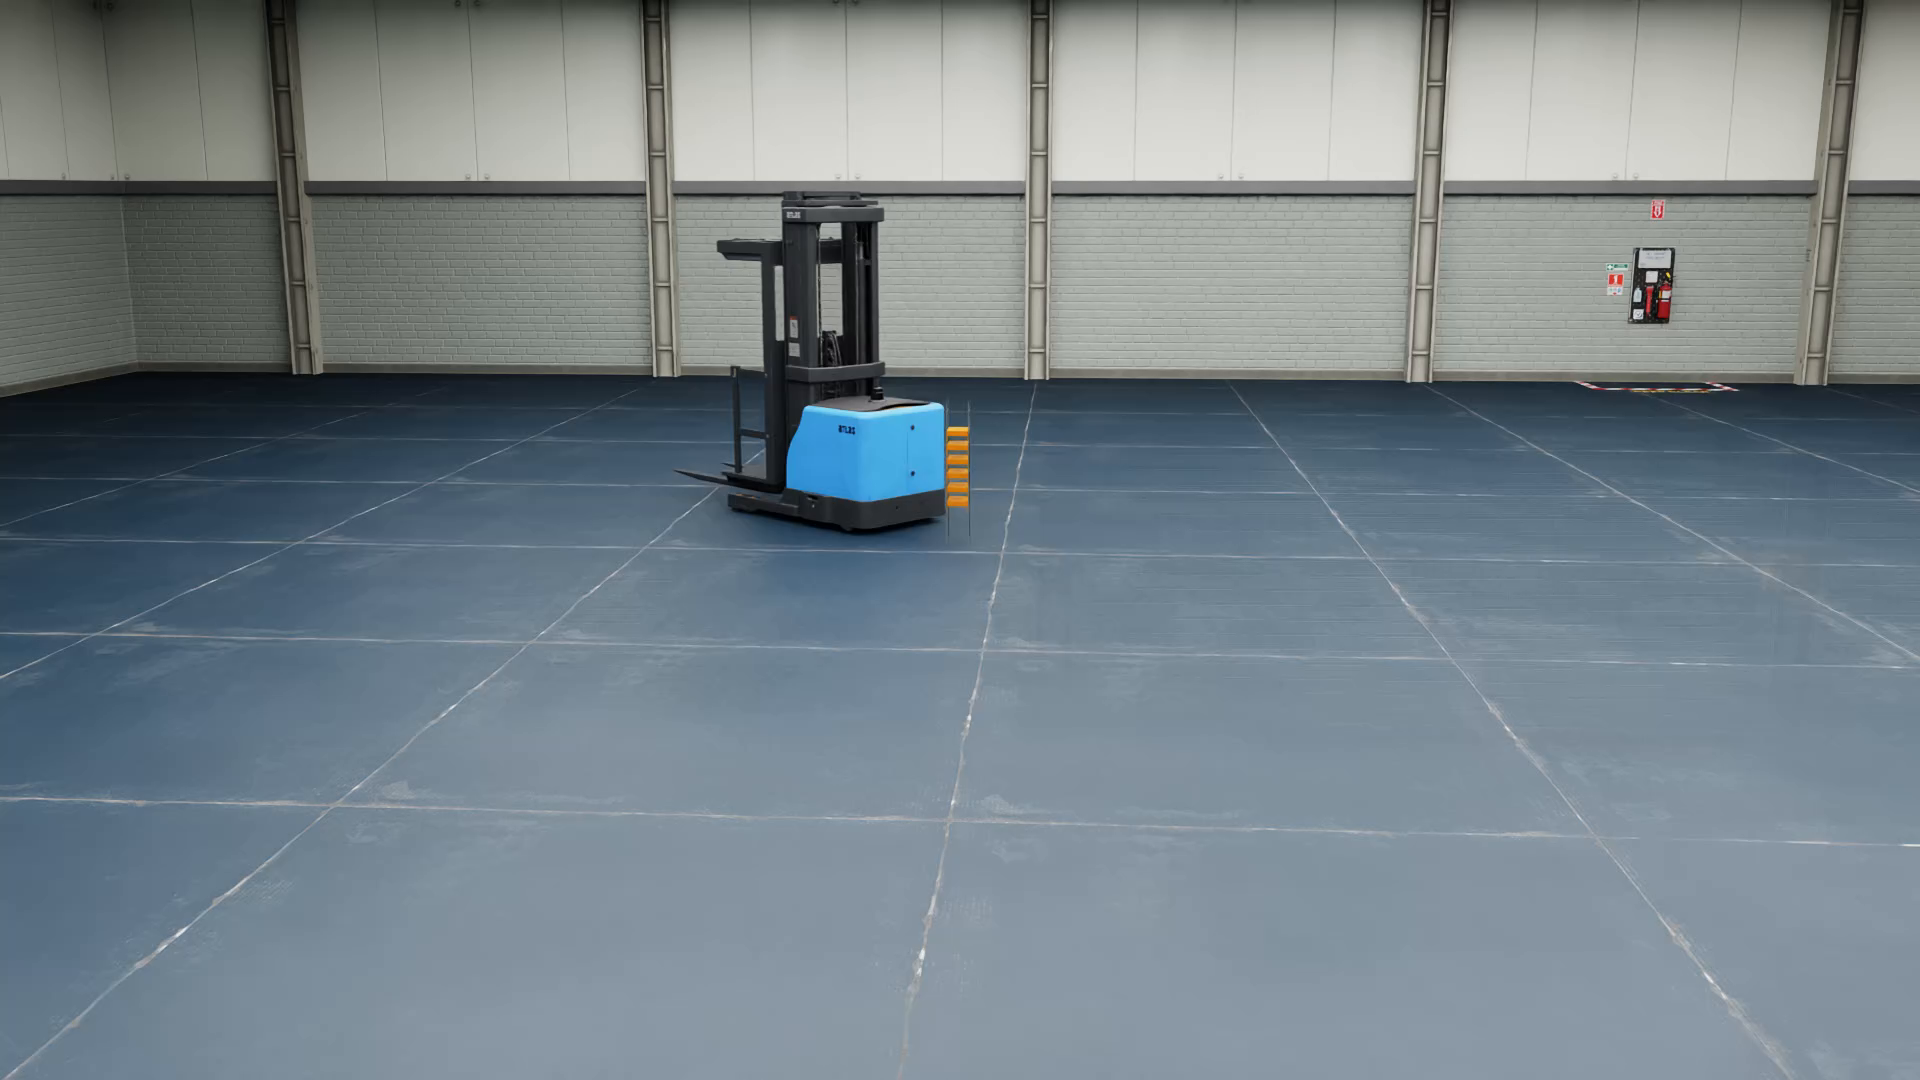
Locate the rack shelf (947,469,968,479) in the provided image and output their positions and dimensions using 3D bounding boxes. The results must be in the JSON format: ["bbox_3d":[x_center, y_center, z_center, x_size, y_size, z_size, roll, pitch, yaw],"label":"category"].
[{"bbox_3d":[-0.014,-0.544,14.155,0.180,0.103,0.258,1,12,4],"label":"rack shelf"}]

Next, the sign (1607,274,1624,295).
[{"bbox_3d":[10.196,-3.977,25.866,0.234,0.329,0.001,1,12,4],"label":"sign"}]

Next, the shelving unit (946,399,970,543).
[{"bbox_3d":[-0.014,-0.587,14.146,0.189,1.200,0.258,1,12,4],"label":"shelving unit"}]

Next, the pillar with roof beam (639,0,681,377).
[{"bbox_3d":[-5.043,-6.192,21.892,0.400,9.000,9.100,1,12,4],"label":"pillar with roof beam"}]

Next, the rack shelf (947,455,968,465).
[{"bbox_3d":[-0.014,-0.661,14.131,0.180,0.103,0.258,1,12,4],"label":"rack shelf"}]

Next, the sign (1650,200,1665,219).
[{"bbox_3d":[10.739,-5.086,25.593,0.199,0.298,0.001,1,12,4],"label":"sign"}]

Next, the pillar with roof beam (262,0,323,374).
[{"bbox_3d":[-11.030,-6.274,22.285,0.400,9.000,9.100,1,12,4],"label":"pillar with roof beam"}]

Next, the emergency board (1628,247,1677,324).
[{"bbox_3d":[10.741,-3.931,25.733,0.643,1.169,0.194,1,12,4],"label":"emergency board"}]

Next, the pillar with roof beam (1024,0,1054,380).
[{"bbox_3d":[0.943,-6.110,21.500,0.400,9.000,9.100,1,12,4],"label":"pillar with roof beam"}]

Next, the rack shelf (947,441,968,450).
[{"bbox_3d":[-0.014,-0.779,14.106,0.180,0.103,0.258,1,12,4],"label":"rack shelf"}]

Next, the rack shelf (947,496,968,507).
[{"bbox_3d":[-0.014,-0.309,14.204,0.180,0.103,0.258,1,12,4],"label":"rack shelf"}]

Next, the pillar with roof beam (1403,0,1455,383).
[{"bbox_3d":[6.930,-6.028,21.107,0.400,9.000,9.100,1,12,4],"label":"pillar with roof beam"}]

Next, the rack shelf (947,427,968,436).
[{"bbox_3d":[-0.014,-0.896,14.082,0.180,0.103,0.258,1,12,4],"label":"rack shelf"}]

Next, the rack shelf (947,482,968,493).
[{"bbox_3d":[-0.014,-0.427,14.180,0.180,0.103,0.258,1,12,4],"label":"rack shelf"}]

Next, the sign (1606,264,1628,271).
[{"bbox_3d":[10.200,-4.234,25.803,0.331,0.109,0.001,1,12,4],"label":"sign"}]

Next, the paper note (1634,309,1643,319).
[{"bbox_3d":[10.569,-3.516,25.902,0.142,0.148,0.016,1,12,4],"label":"paper note"}]

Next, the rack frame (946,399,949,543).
[{"bbox_3d":[-0.106,-0.589,14.152,0.006,1.200,0.240,1,12,4],"label":"rack frame"}]

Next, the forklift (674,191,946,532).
[{"bbox_3d":[-1.530,-1.743,15.442,3.031,2.935,1.130,11,16,43],"label":"forklift"}]

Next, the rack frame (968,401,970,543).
[{"bbox_3d":[0.077,-0.586,14.140,0.006,1.200,0.240,1,12,4],"label":"rack frame"}]

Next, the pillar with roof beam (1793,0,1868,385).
[{"bbox_3d":[12.916,-5.946,20.715,0.400,9.000,9.100,1,12,4],"label":"pillar with roof beam"}]
